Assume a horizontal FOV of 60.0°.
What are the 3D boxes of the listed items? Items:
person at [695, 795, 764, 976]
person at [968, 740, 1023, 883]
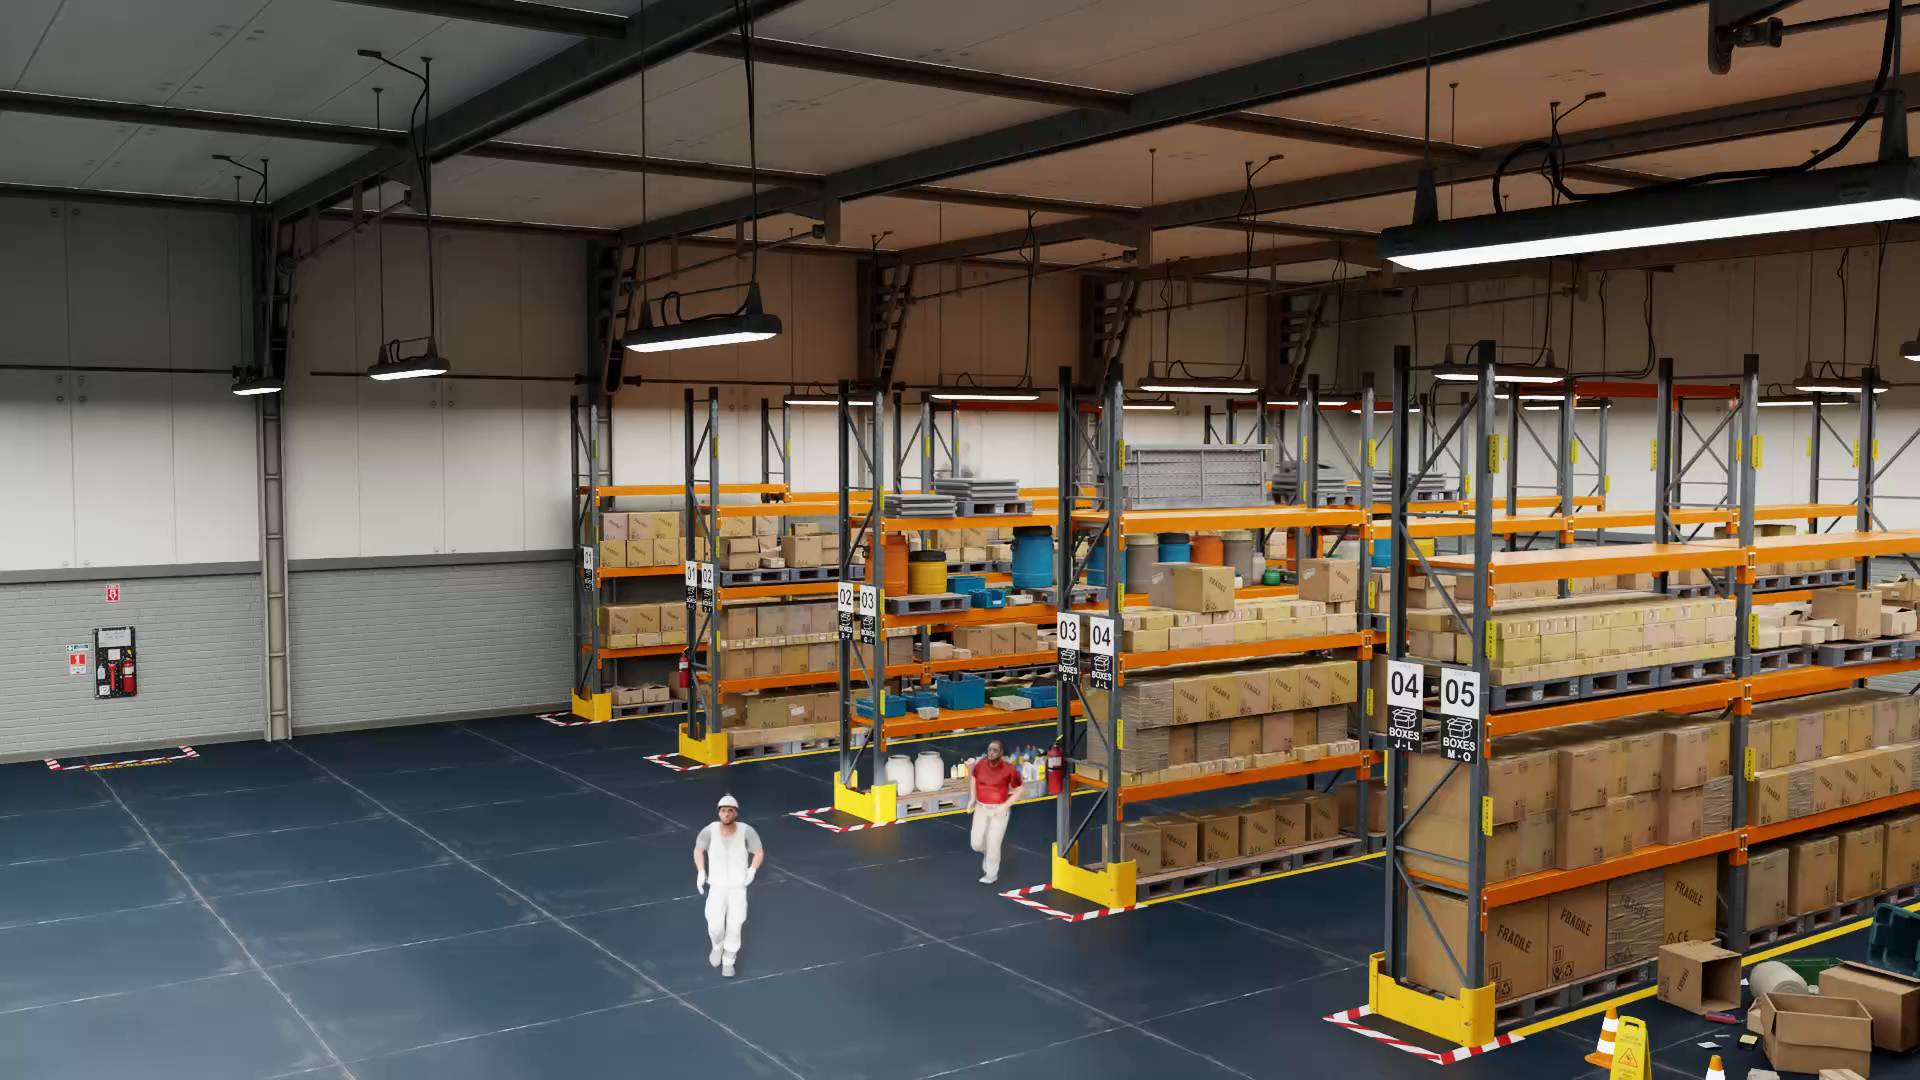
[{"bbox_3d":[-2.219,3.325,15.989,0.669,1.749,0.584,0,3,-7],"label":"person"},{"bbox_3d":[0.414,3.160,19.431,0.694,1.673,0.560,2,4,26],"label":"person"}]
